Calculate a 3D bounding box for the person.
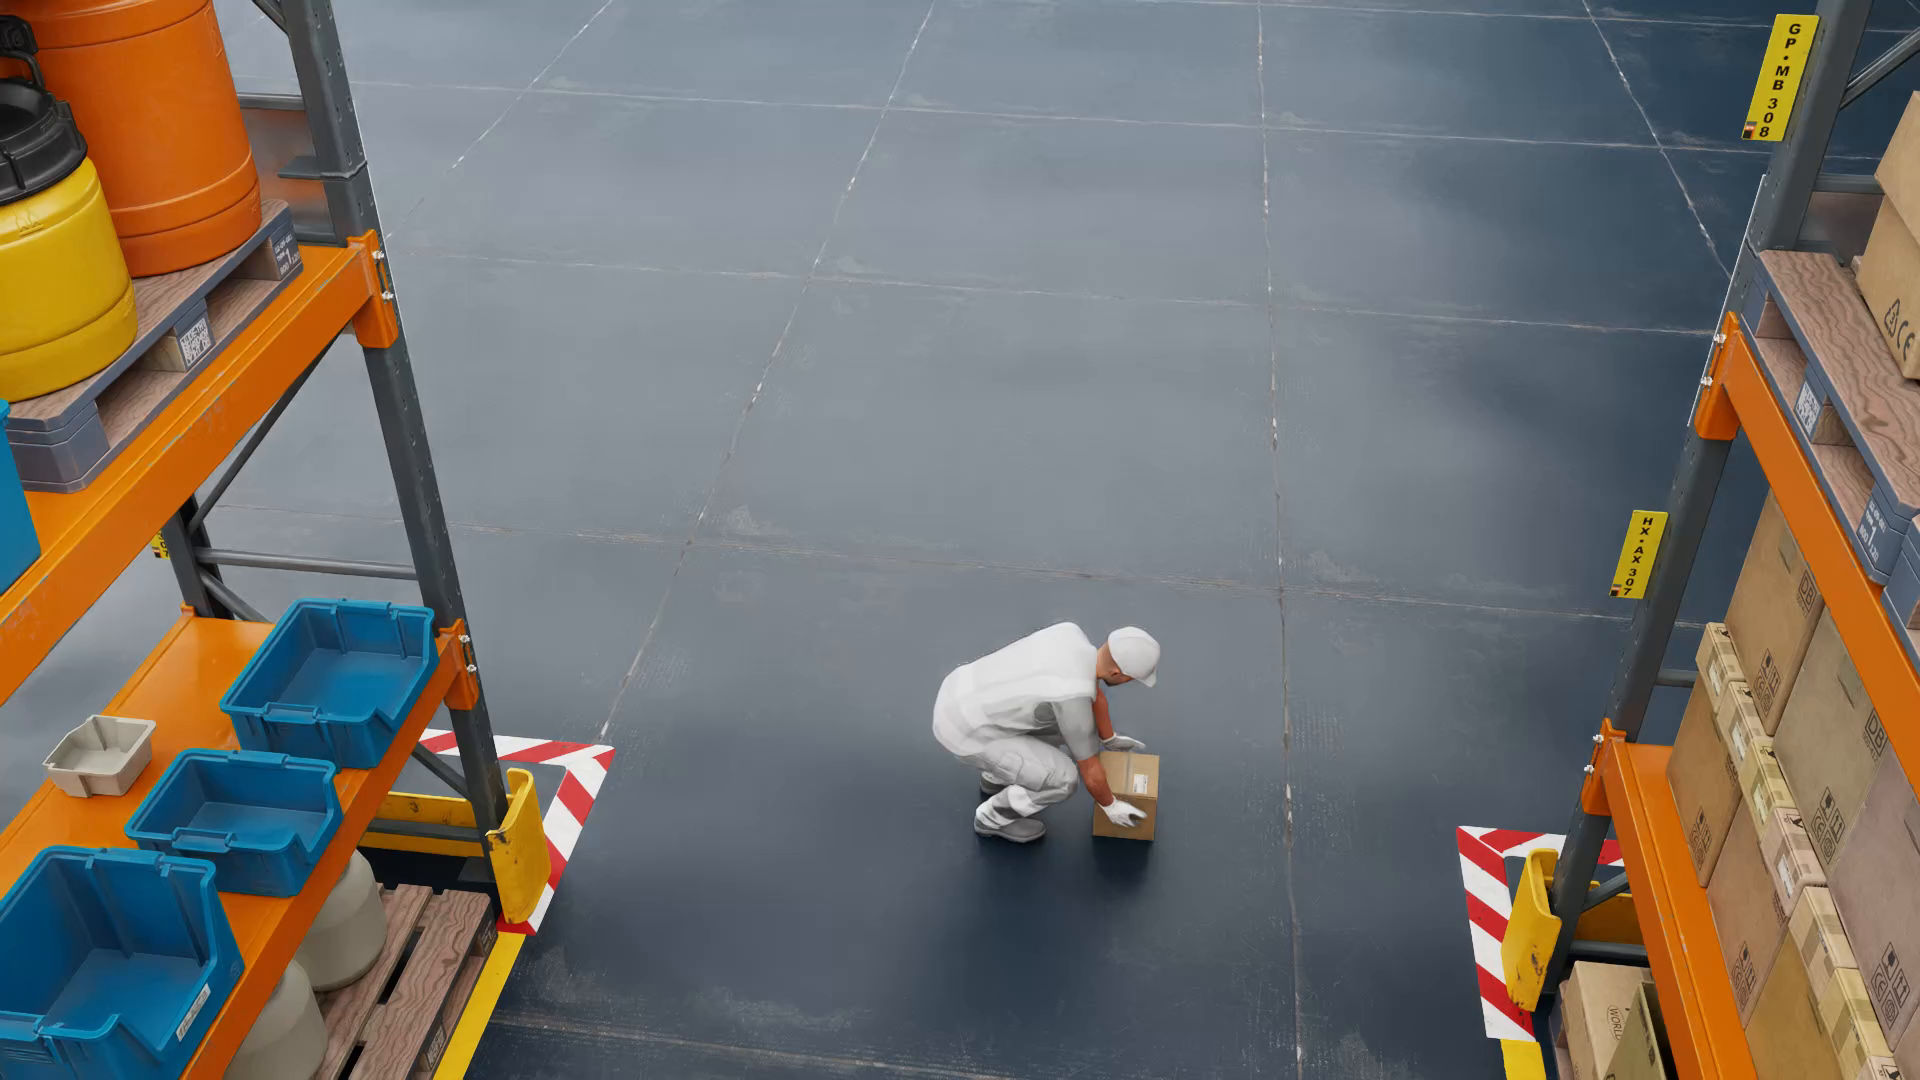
[{"bbox_3d":[0.341,0.745,6.720,0.884,0.937,0.574,4,36,6],"label":"person"}]
